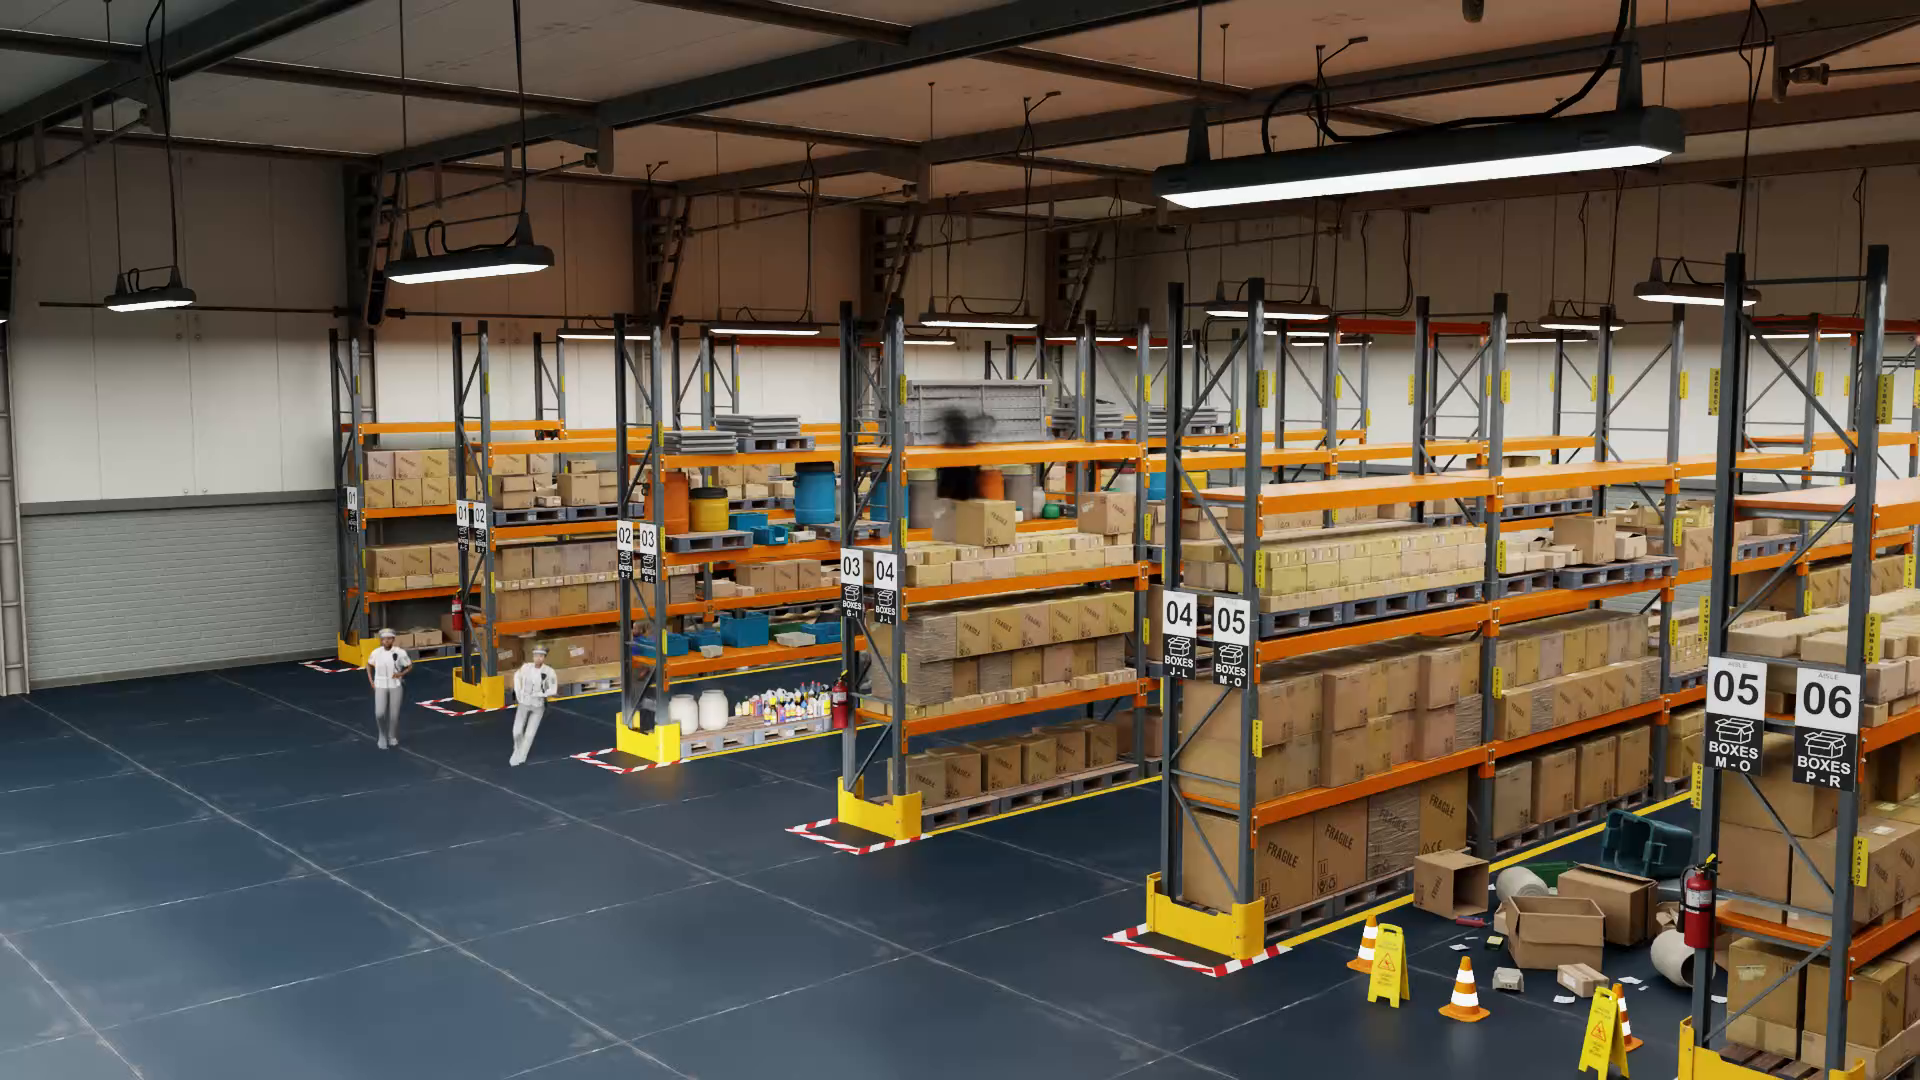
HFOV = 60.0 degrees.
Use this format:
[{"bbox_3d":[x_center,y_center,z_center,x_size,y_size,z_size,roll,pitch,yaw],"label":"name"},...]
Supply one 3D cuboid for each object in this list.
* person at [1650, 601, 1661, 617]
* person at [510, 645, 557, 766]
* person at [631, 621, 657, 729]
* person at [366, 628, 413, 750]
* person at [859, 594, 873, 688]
[{"bbox_3d":[10.481,1.819,25.009,0.849,1.824,0.670,-4,7,-38],"label":"person"},{"bbox_3d":[-5.639,2.182,21.954,0.658,1.645,0.584,0,6,-4],"label":"person"},{"bbox_3d":[-4.609,1.972,24.247,0.595,1.617,0.597,-5,8,-43],"label":"person"},{"bbox_3d":[-7.894,2.053,23.016,0.634,1.694,0.587,-1,6,-12],"label":"person"},{"bbox_3d":[-1.559,1.581,27.436,0.560,1.744,0.738,-5,7,-40],"label":"person"}]
